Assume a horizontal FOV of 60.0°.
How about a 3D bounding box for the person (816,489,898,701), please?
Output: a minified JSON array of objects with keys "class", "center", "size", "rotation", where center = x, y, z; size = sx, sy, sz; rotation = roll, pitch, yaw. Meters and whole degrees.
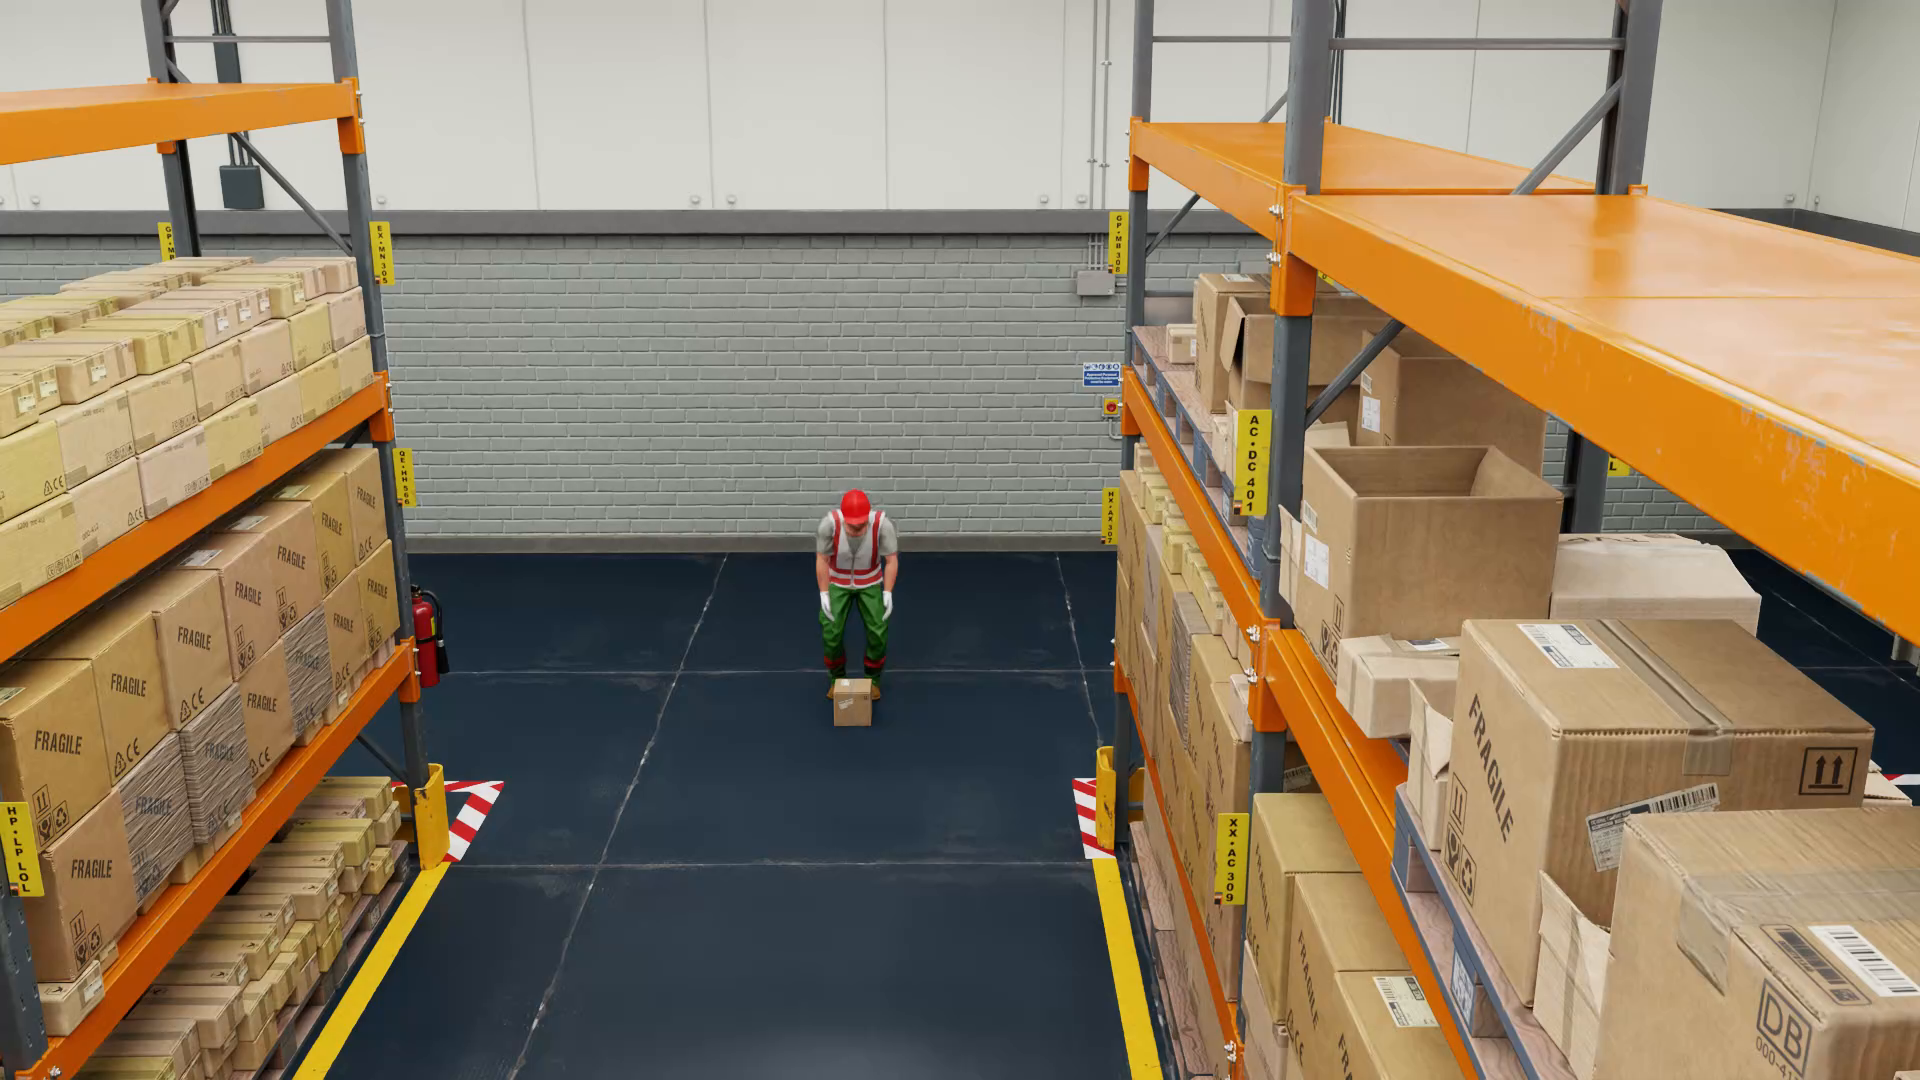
[{"class":"person","center":[-0.716,0.361,11.677],"size":[0.575,1.580,0.647],"rotation":[0,17,0]}]
